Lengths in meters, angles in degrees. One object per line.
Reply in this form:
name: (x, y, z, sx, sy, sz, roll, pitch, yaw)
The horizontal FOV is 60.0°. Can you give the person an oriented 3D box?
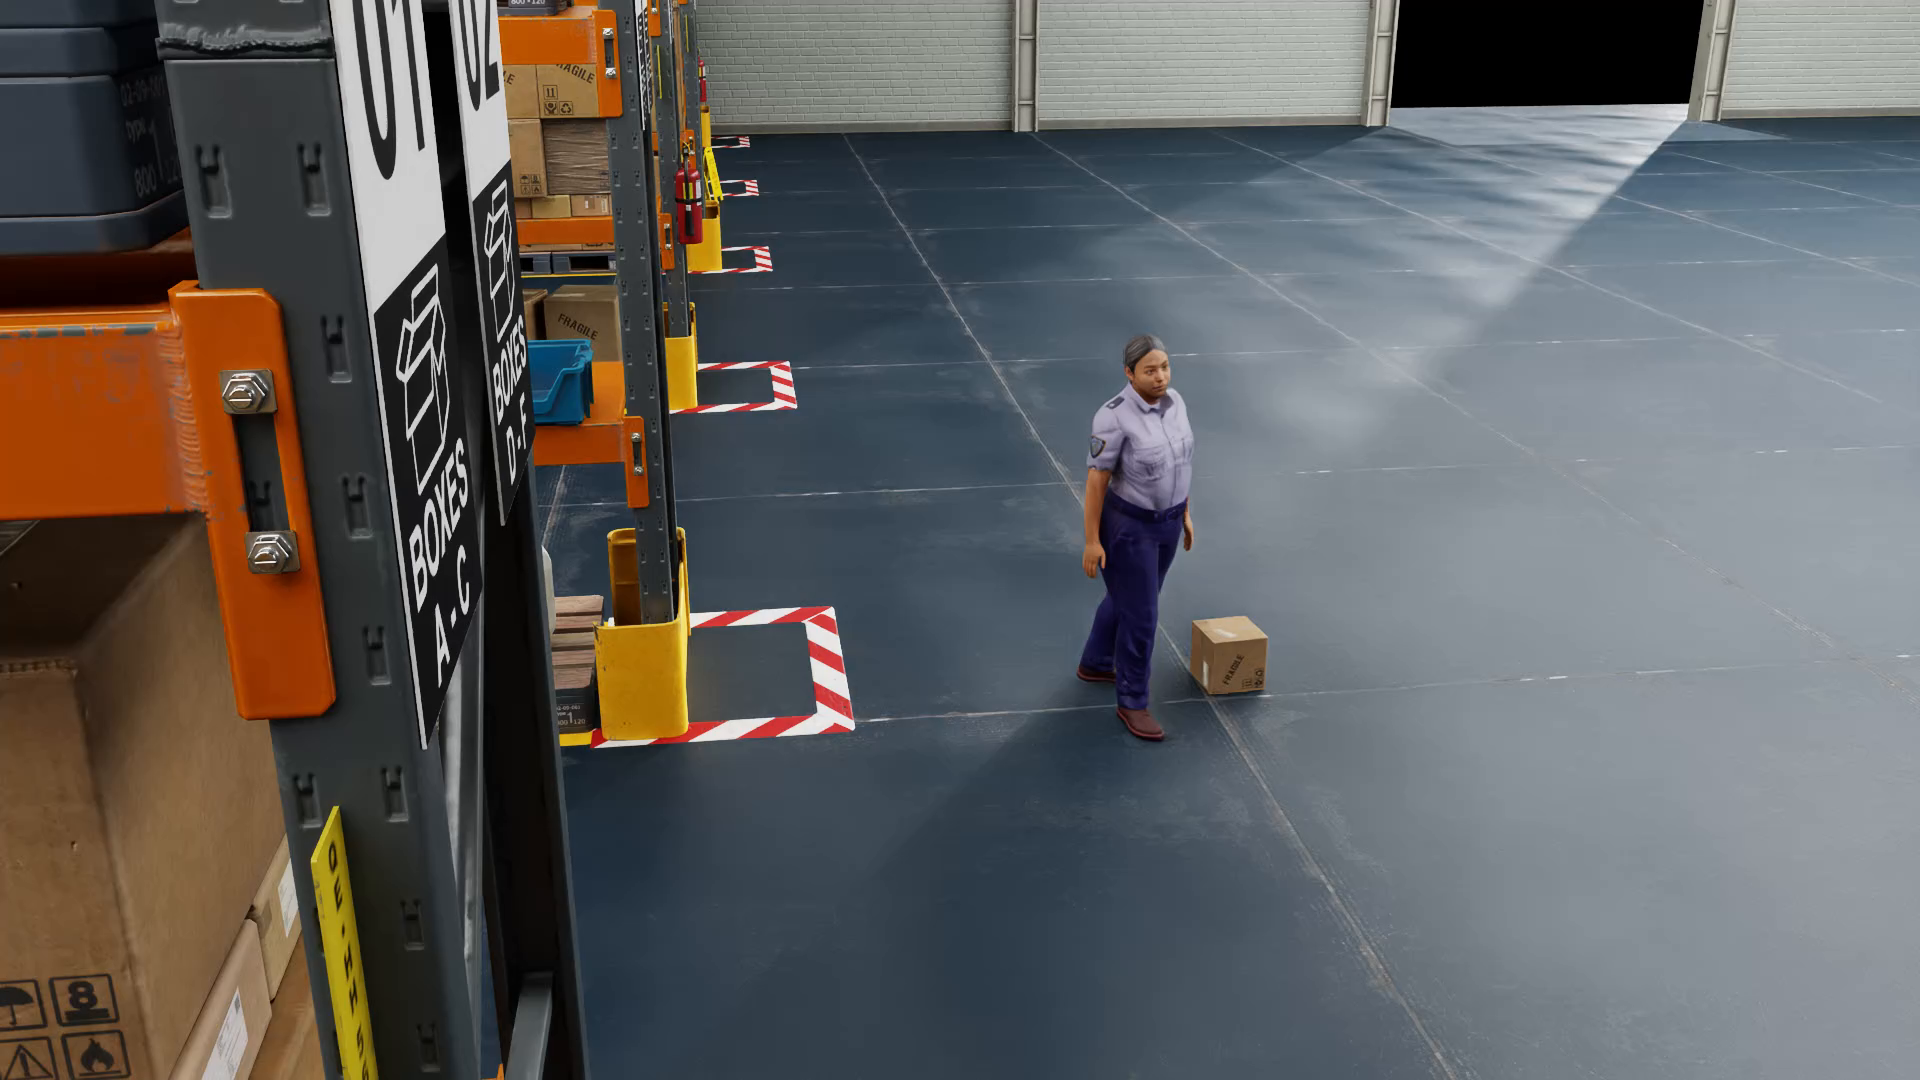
person: (0.693, -0.053, 6.754, 0.598, 1.636, 0.554, 19, 27, 41)
